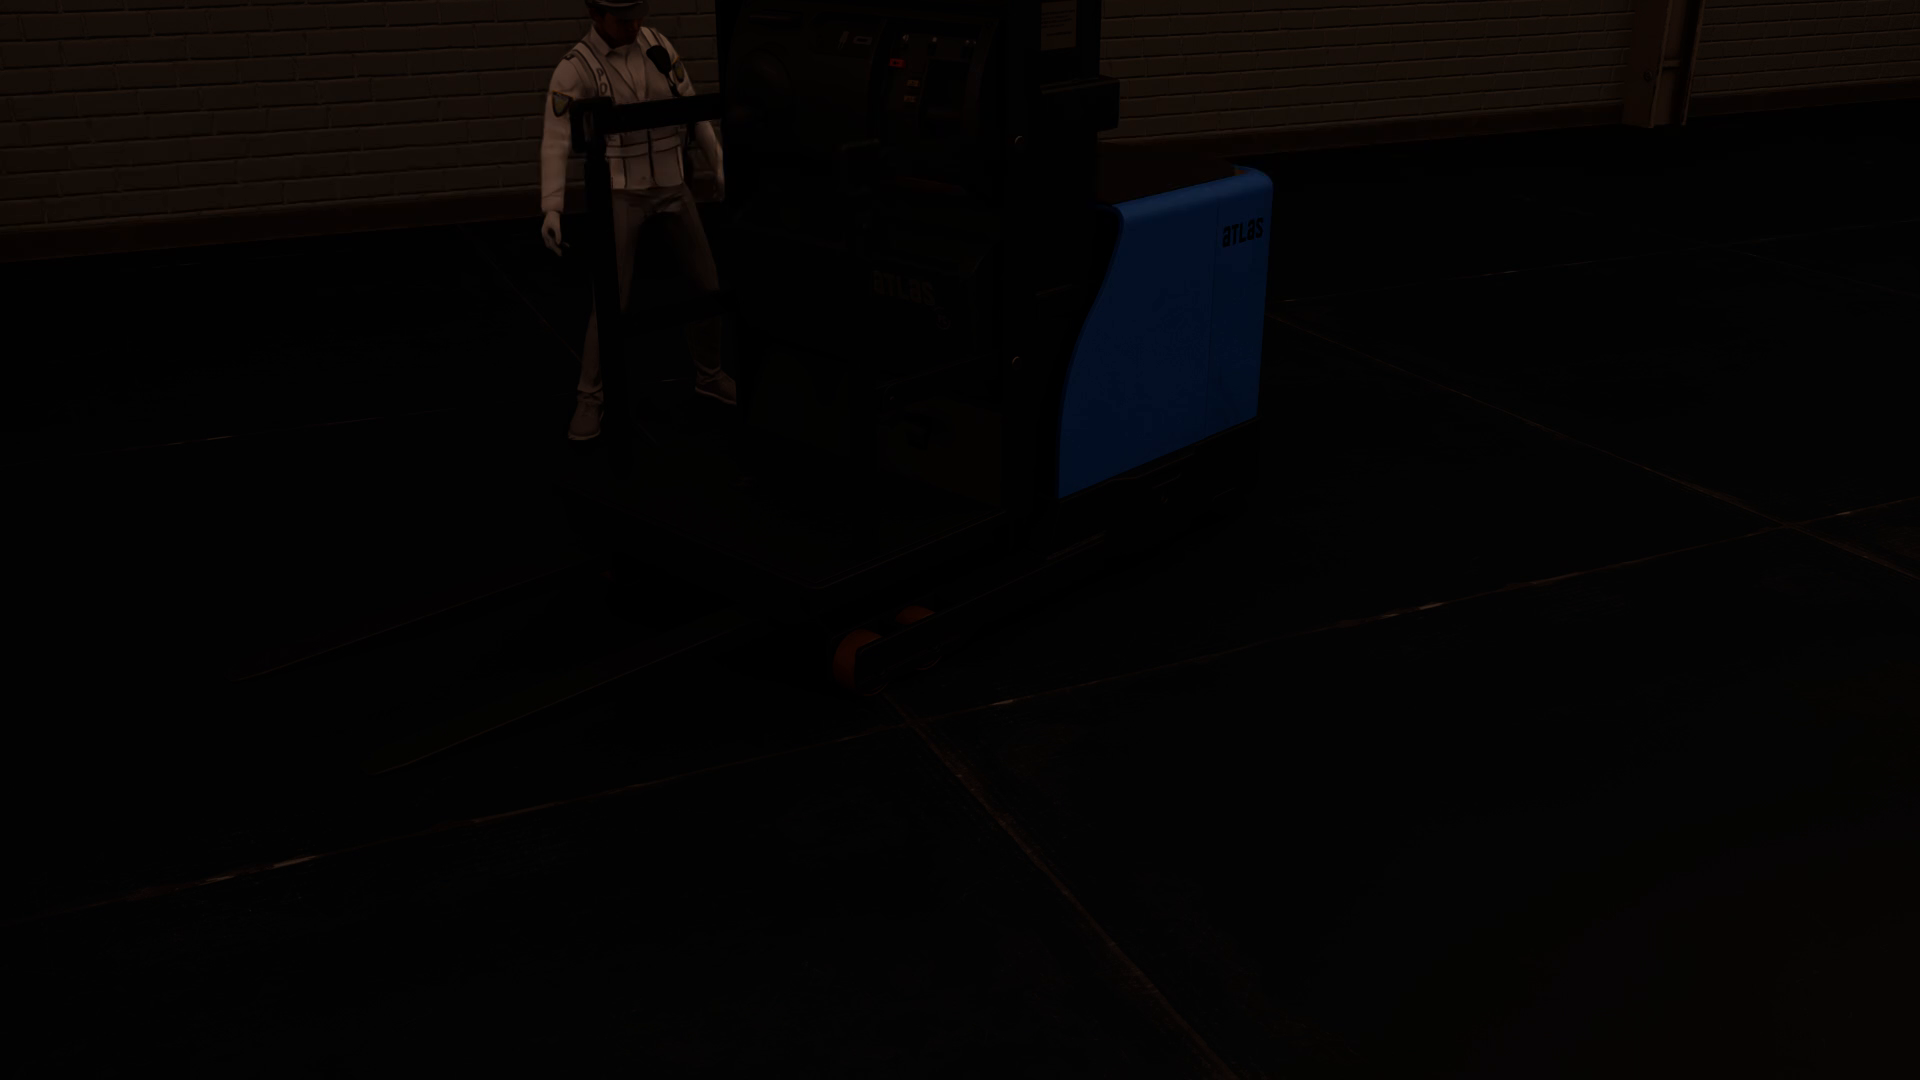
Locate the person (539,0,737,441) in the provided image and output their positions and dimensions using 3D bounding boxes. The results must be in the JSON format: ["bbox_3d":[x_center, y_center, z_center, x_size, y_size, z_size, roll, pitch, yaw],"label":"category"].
[{"bbox_3d":[-1.134,-1.202,5.899,0.824,1.634,0.392,-16,27,-33],"label":"person"}]

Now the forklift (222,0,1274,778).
[{"bbox_3d":[-0.413,-1.182,4.131,1.130,2.935,3.031,19,29,39],"label":"forklift"}]
